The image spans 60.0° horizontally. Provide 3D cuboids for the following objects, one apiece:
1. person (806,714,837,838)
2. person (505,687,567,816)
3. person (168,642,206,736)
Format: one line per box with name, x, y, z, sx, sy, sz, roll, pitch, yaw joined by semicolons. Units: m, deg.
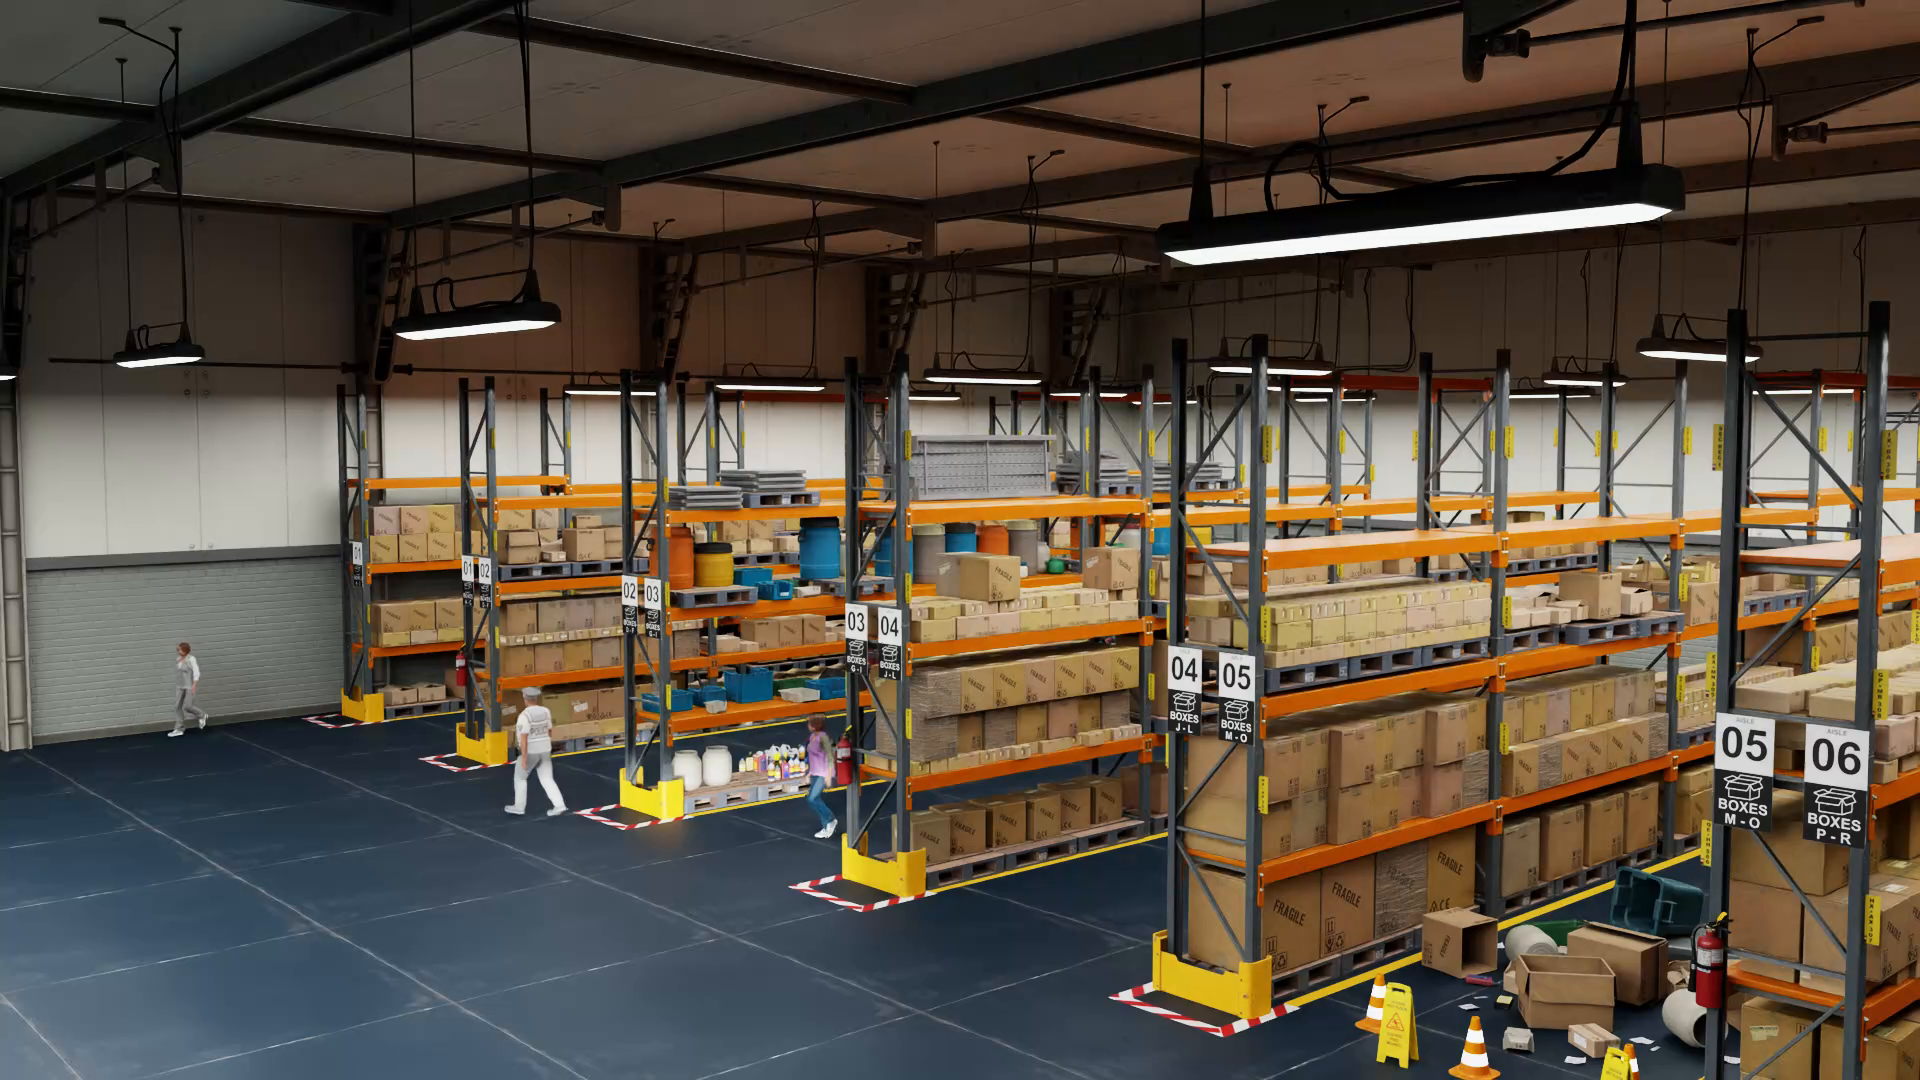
person;-1.774;2.994;21.121;0.417;1.581;0.500;-2;4;-27
person;-5.669;2.831;22.236;0.999;1.717;0.561;3;5;40
person;-13.099;2.512;28.221;0.522;1.583;0.673;1;4;22
